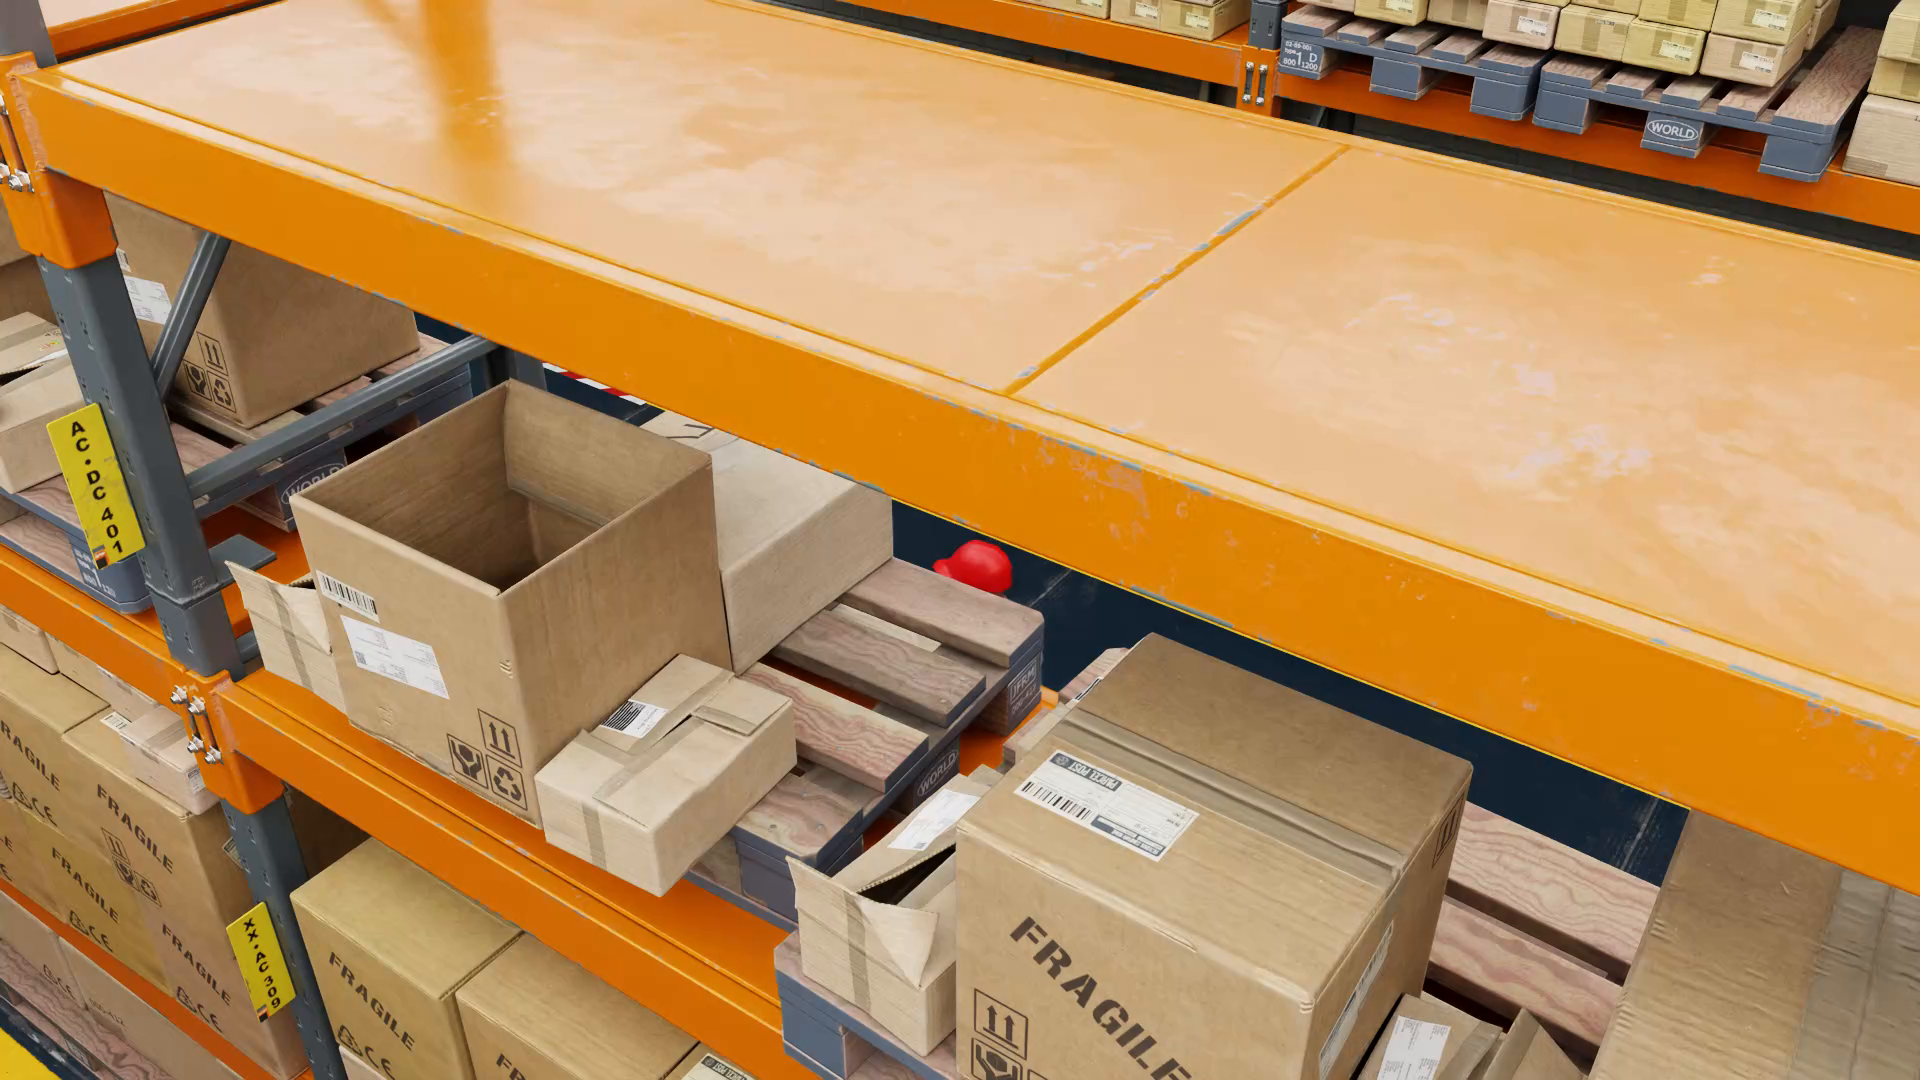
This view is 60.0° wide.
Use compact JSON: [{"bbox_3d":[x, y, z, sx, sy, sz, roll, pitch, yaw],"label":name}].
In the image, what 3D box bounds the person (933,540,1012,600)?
[{"bbox_3d":[0.038,0.759,6.140,0.589,1.785,0.633,-15,37,-20],"label":"person"}]
